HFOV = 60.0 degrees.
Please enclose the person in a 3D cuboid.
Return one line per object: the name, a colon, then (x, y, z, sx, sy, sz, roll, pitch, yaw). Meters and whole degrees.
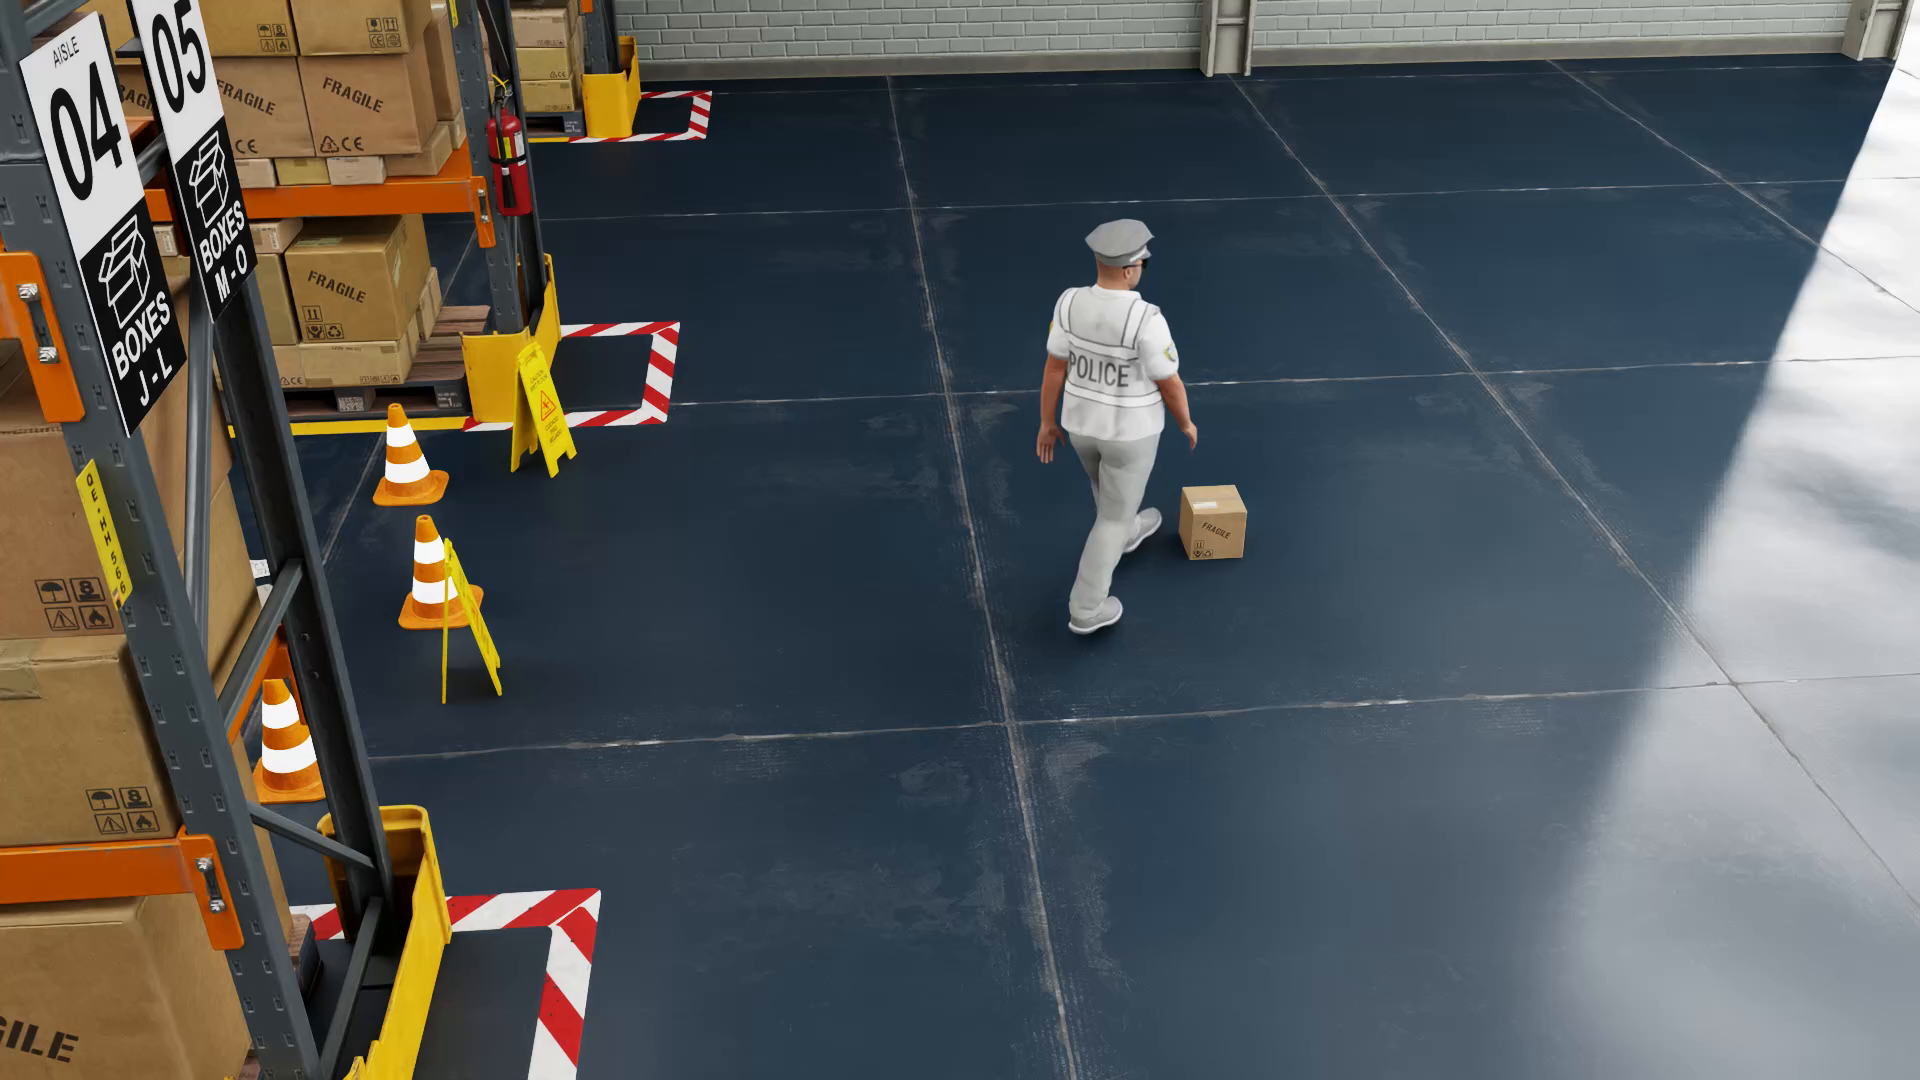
person: (0.724, -0.539, 7.015, 0.570, 1.706, 0.999, 23, 38, 34)
